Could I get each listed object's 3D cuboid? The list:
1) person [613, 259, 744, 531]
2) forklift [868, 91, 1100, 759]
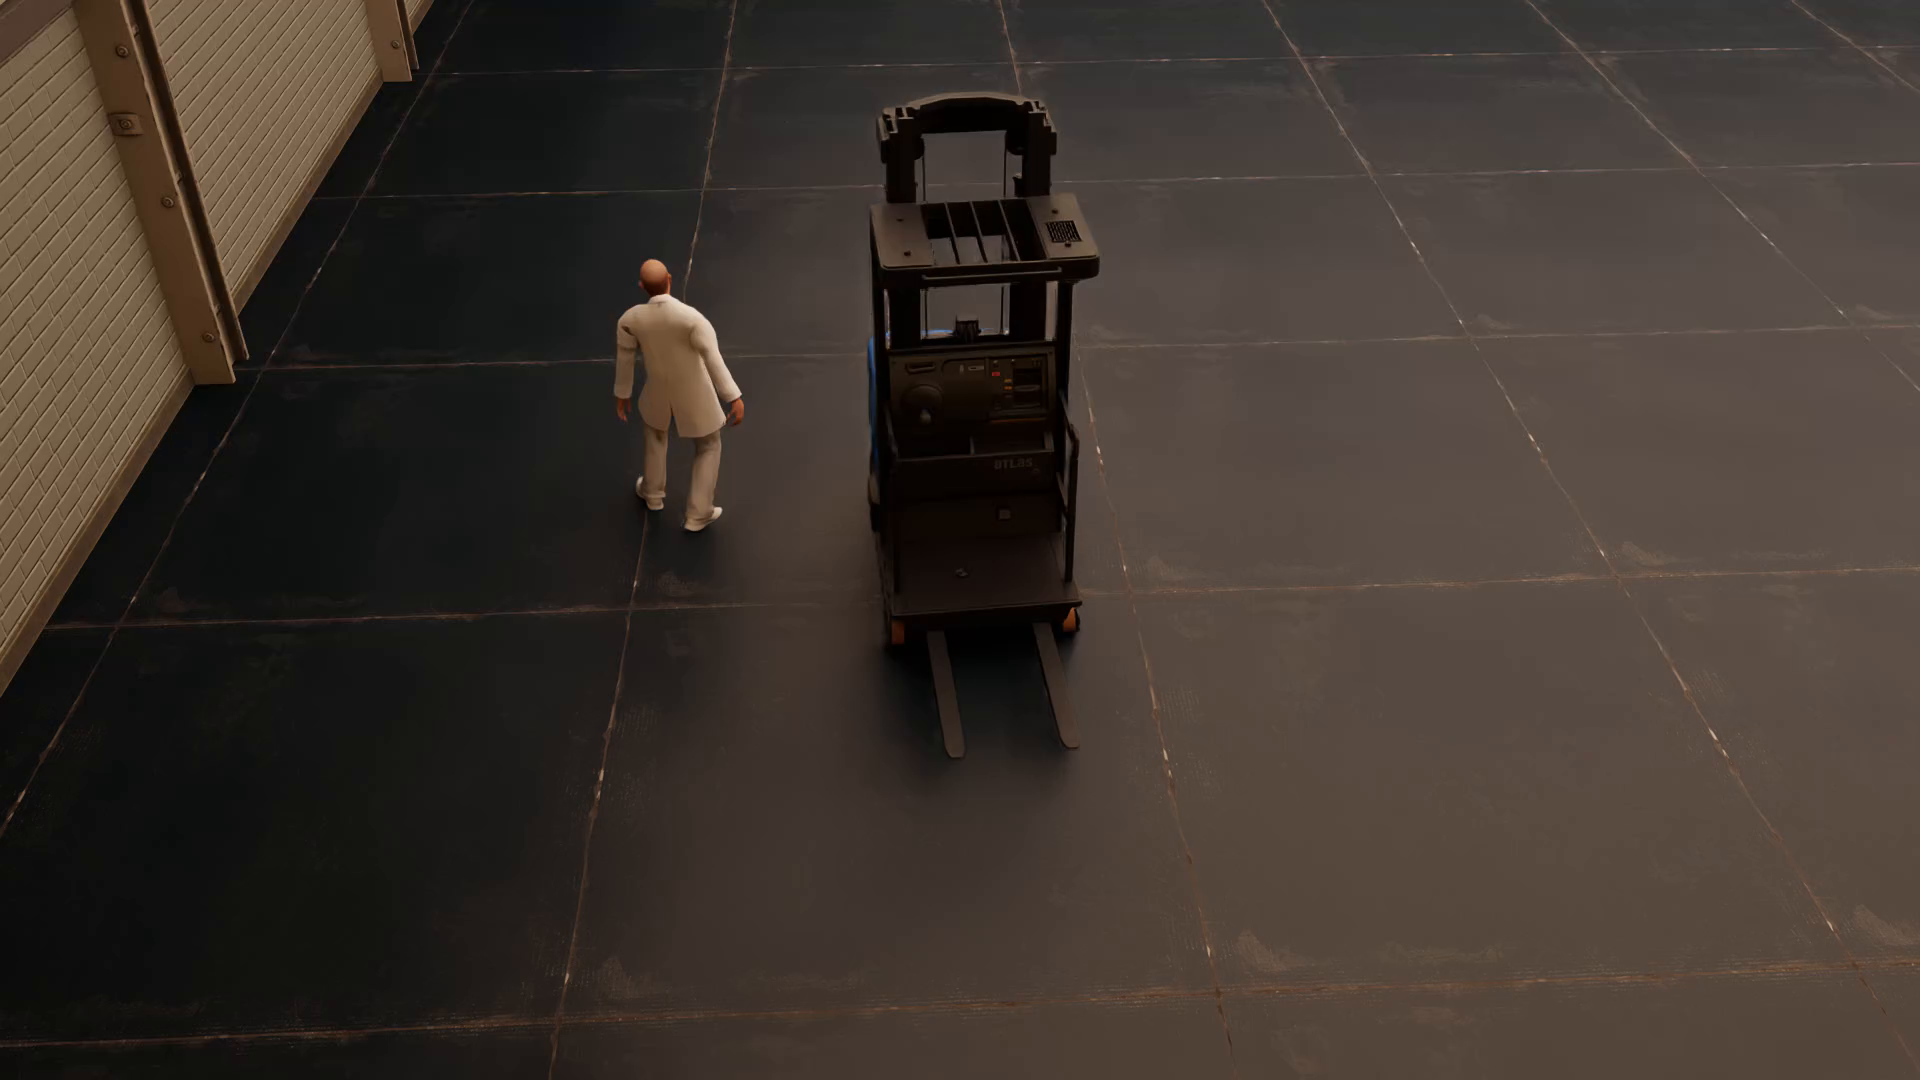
[{"bbox_3d":[-1.745,-0.876,10.296,0.908,1.760,0.551,11,38,15],"label":"person"},{"bbox_3d":[0.099,-0.788,9.092,1.130,2.935,3.031,-4,36,-6],"label":"forklift"}]
